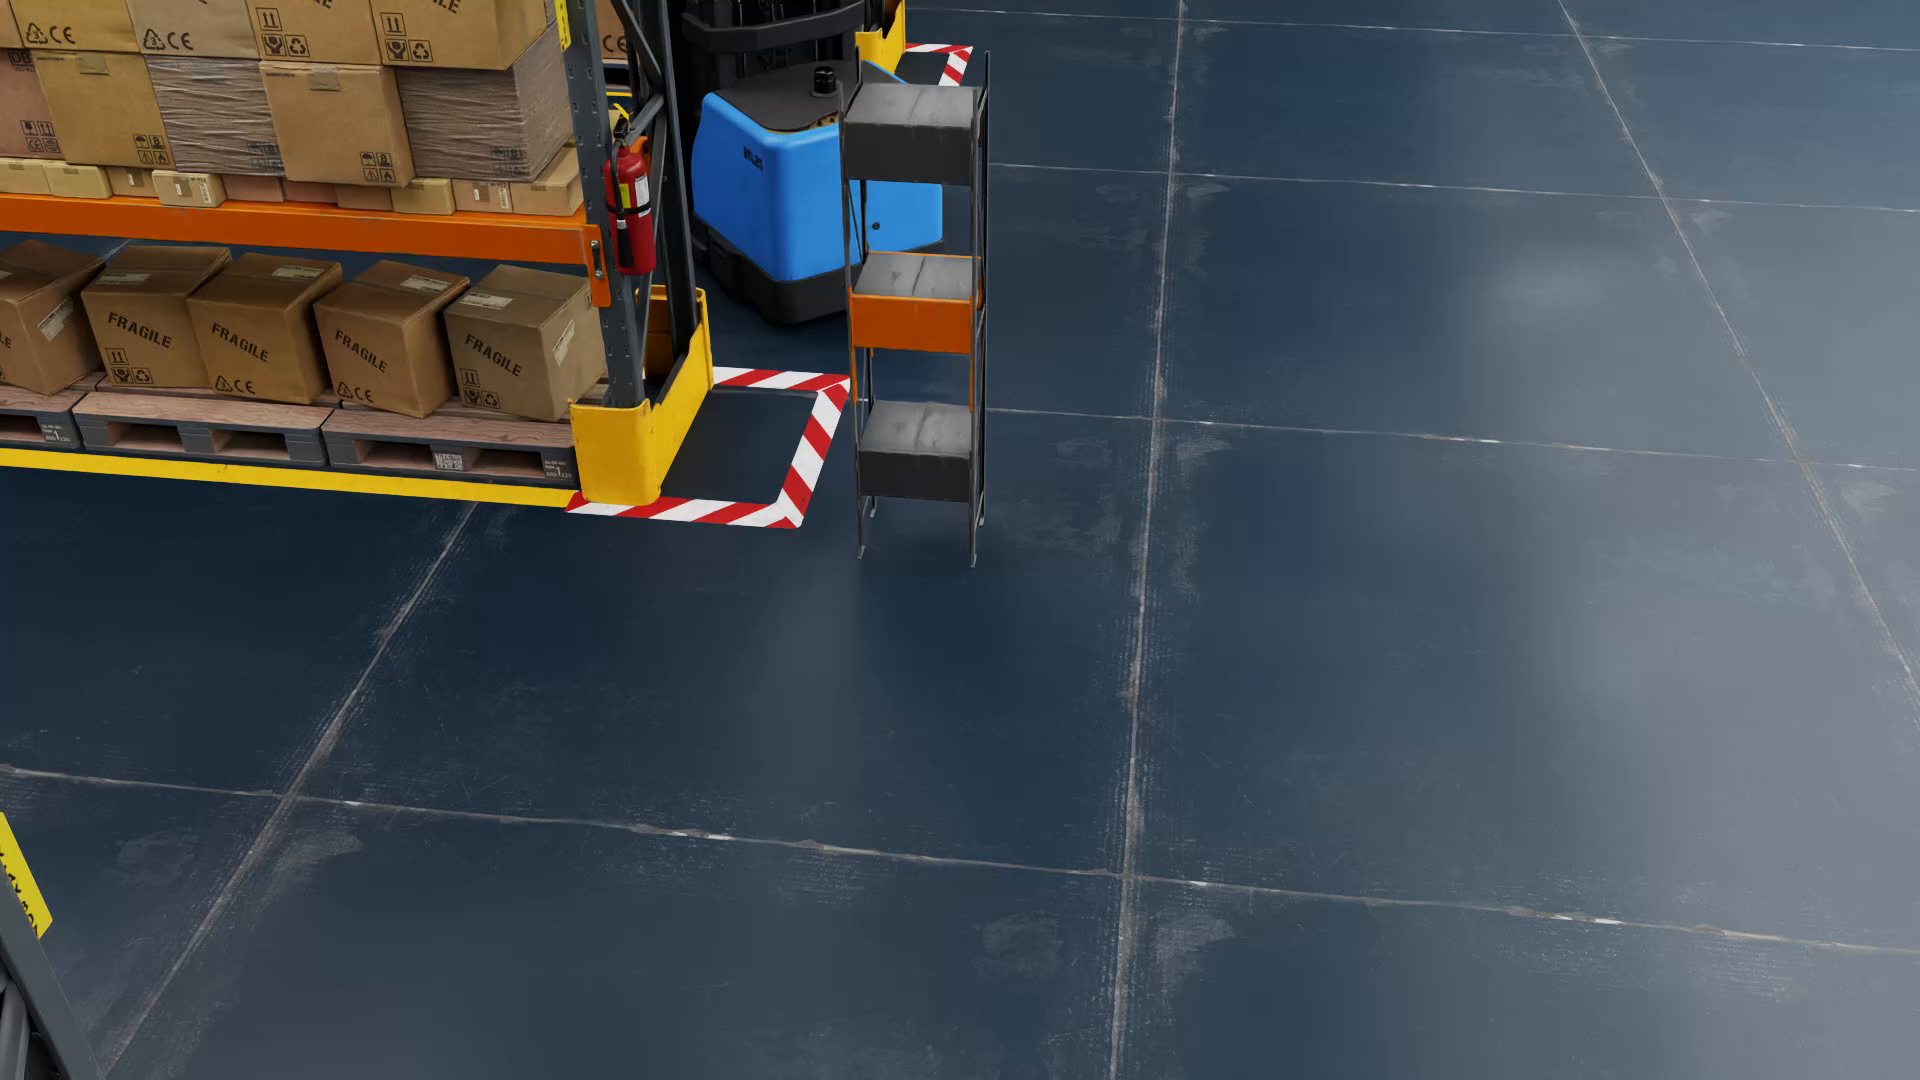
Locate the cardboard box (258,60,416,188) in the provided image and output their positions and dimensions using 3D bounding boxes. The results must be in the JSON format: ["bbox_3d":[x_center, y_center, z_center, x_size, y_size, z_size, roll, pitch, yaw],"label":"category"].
[{"bbox_3d":[-2.450,-1.898,6.986,0.500,0.500,0.875,4,36,6],"label":"cardboard box"}]

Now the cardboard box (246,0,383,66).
[{"bbox_3d":[-2.471,-2.213,6.566,0.500,0.500,0.500,4,36,6],"label":"cardboard box"}]

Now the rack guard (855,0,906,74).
[{"bbox_3d":[-0.641,-3.543,11.785,0.348,0.500,1.175,4,36,6],"label":"rack guard"}]

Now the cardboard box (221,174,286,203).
[{"bbox_3d":[-2.948,-1.595,7.119,0.250,0.149,0.380,4,36,6],"label":"cardboard box"}]

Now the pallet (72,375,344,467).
[{"bbox_3d":[-3.481,-0.755,8.126,1.213,0.211,1.003,4,36,6],"label":"pallet"}]

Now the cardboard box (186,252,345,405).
[{"bbox_3d":[-3.230,-1.003,7.864,0.500,0.500,0.500,7,36,10],"label":"cardboard box"}]

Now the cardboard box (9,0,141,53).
[{"bbox_3d":[-3.461,-2.293,6.678,0.500,0.500,0.500,4,36,6],"label":"cardboard box"}]

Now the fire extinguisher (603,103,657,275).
[{"bbox_3d":[-1.342,-1.407,6.706,0.183,0.674,0.296,4,36,6],"label":"fire extinguisher"}]

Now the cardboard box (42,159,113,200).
[{"bbox_3d":[-3.700,-1.613,7.145,0.250,0.149,0.380,4,36,6],"label":"cardboard box"}]

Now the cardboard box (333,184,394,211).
[{"bbox_3d":[-2.455,-1.547,7.052,0.250,0.149,0.380,4,36,6],"label":"cardboard box"}]

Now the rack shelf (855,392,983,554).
[{"bbox_3d":[-0.164,-0.286,7.072,0.480,0.518,0.431,4,36,6],"label":"rack shelf"}]

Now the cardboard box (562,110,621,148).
[{"bbox_3d":[-1.650,-1.768,7.362,0.250,0.149,0.380,4,36,6],"label":"cardboard box"}]

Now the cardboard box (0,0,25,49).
[{"bbox_3d":[-3.959,-2.324,6.721,0.500,0.500,0.500,4,36,6],"label":"cardboard box"}]

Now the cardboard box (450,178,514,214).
[{"bbox_3d":[-1.954,-1.531,7.029,0.250,0.149,0.380,4,36,6],"label":"cardboard box"}]

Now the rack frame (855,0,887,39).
[{"bbox_3d":[-0.665,-4.563,11.061,0.127,3.000,1.000,4,36,6],"label":"rack frame"}]

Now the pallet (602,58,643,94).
[{"bbox_3d":[-2.675,-3.533,12.019,1.213,0.211,1.003,4,36,6],"label":"pallet"}]

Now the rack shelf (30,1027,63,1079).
[{"bbox_3d":[-4.012,1.286,3.485,4.000,0.370,1.077,4,36,6],"label":"rack shelf"}]

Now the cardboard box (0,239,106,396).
[{"bbox_3d":[-4.404,-1.071,7.959,0.500,0.500,0.500,16,38,21],"label":"cardboard box"}]

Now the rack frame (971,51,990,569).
[{"bbox_3d":[0.078,-0.849,6.632,0.015,2.100,0.400,4,36,6],"label":"rack frame"}]

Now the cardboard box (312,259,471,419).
[{"bbox_3d":[-2.612,-0.946,7.784,0.500,0.500,0.500,14,38,18],"label":"cardboard box"}]

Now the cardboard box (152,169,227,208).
[{"bbox_3d":[-3.207,-1.563,7.074,0.250,0.149,0.380,4,36,6],"label":"cardboard box"}]

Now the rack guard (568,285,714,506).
[{"bbox_3d":[-1.473,-0.700,7.801,0.348,0.500,1.175,4,36,6],"label":"rack guard"}]

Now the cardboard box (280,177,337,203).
[{"bbox_3d":[-2.697,-1.590,7.111,0.250,0.149,0.380,4,36,6],"label":"cardboard box"}]

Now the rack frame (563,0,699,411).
[{"bbox_3d":[-1.397,-1.712,7.067,0.127,3.000,1.000,4,36,6],"label":"rack frame"}]

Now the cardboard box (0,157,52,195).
[{"bbox_3d":[-3.947,-1.638,7.180,0.250,0.149,0.380,4,36,6],"label":"cardboard box"}]

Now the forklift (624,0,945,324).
[{"bbox_3d":[-1.291,-3.150,9.141,1.130,2.935,3.031,-20,40,-26],"label":"forklift"}]

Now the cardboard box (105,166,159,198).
[{"bbox_3d":[-3.446,-1.621,7.156,0.250,0.149,0.380,4,36,6],"label":"cardboard box"}]

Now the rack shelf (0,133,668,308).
[{"bbox_3d":[-3.381,-1.567,7.483,4.000,0.370,1.077,4,36,6],"label":"rack shelf"}]

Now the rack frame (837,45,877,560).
[{"bbox_3d":[-0.406,-0.885,6.683,0.015,2.100,0.400,4,36,6],"label":"rack frame"}]

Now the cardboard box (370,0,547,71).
[{"bbox_3d":[-1.974,-2.179,6.519,0.500,0.500,0.500,4,36,6],"label":"cardboard box"}]

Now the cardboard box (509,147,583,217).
[{"bbox_3d":[-1.706,-1.512,7.003,0.250,0.149,0.380,4,36,6],"label":"cardboard box"}]

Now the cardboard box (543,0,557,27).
[{"bbox_3d":[-1.908,-2.479,6.938,0.500,0.500,0.500,4,36,6],"label":"cardboard box"}]

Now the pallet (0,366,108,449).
[{"bbox_3d":[-4.694,-0.844,8.251,1.213,0.211,1.003,4,36,6],"label":"pallet"}]

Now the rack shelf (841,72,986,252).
[{"bbox_3d":[-0.164,-1.426,6.258,0.480,0.518,0.431,4,36,6],"label":"rack shelf"}]

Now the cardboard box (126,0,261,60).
[{"bbox_3d":[-2.967,-2.251,6.620,0.500,0.500,0.500,4,36,6],"label":"cardboard box"}]

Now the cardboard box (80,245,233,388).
[{"bbox_3d":[-3.778,-1.070,7.958,0.500,0.500,0.500,1,36,2],"label":"cardboard box"}]

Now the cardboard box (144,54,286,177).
[{"bbox_3d":[-2.941,-1.960,7.072,0.500,0.500,0.875,4,36,6],"label":"cardboard box"}]

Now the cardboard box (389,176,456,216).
[{"bbox_3d":[-2.209,-1.520,7.014,0.250,0.149,0.380,4,36,6],"label":"cardboard box"}]

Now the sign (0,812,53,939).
[{"bbox_3d":[-1.954,0.712,3.432,0.005,0.325,0.100,4,36,6],"label":"sign"}]

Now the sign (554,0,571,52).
[{"bbox_3d":[-1.488,-1.994,6.193,0.005,0.325,0.100,4,36,6],"label":"sign"}]

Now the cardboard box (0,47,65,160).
[{"bbox_3d":[-3.926,-2.065,7.219,0.500,0.500,0.875,4,36,6],"label":"cardboard box"}]

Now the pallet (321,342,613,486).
[{"bbox_3d":[-2.274,-0.663,7.998,1.213,0.211,1.003,4,36,6],"label":"pallet"}]

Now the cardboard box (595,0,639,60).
[{"bbox_3d":[-2.219,-3.945,11.663,0.875,0.875,0.875,4,36,5],"label":"cardboard box"}]

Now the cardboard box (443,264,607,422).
[{"bbox_3d":[-2.014,-0.922,7.749,0.500,0.500,0.500,11,37,15],"label":"cardboard box"}]

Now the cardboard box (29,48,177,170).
[{"bbox_3d":[-3.435,-2.004,7.134,0.500,0.500,0.875,4,36,6],"label":"cardboard box"}]

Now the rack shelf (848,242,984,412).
[{"bbox_3d":[-0.164,-0.856,6.665,0.480,0.518,0.431,4,36,6],"label":"rack shelf"}]

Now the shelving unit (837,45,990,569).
[{"bbox_3d":[-0.164,-0.867,6.657,0.503,2.100,0.431,4,36,6],"label":"shelving unit"}]

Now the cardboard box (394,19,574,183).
[{"bbox_3d":[-1.939,-1.930,7.031,0.500,0.500,0.875,4,36,6],"label":"cardboard box"}]
